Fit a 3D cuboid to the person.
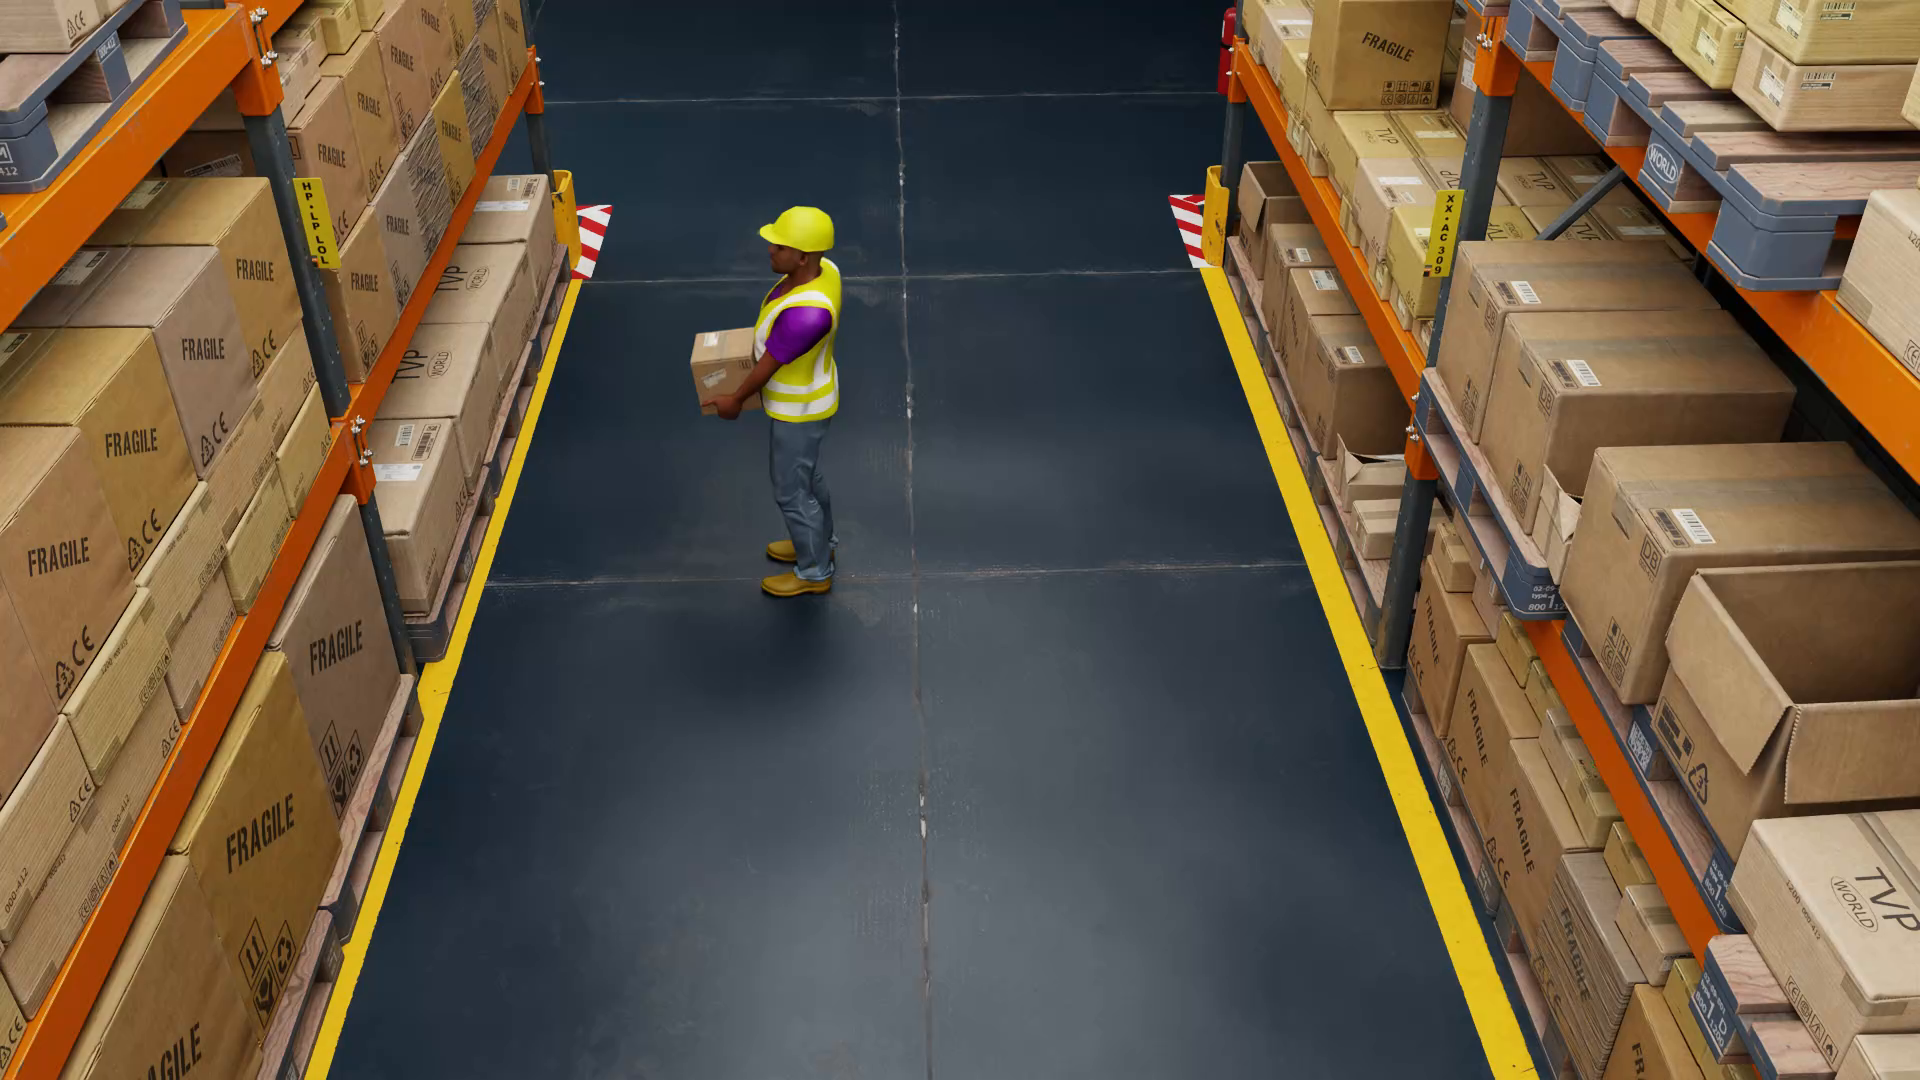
[{"bbox_3d":[-0.771,-0.567,6.938,0.586,1.760,0.503,-1,35,-1],"label":"person"}]
